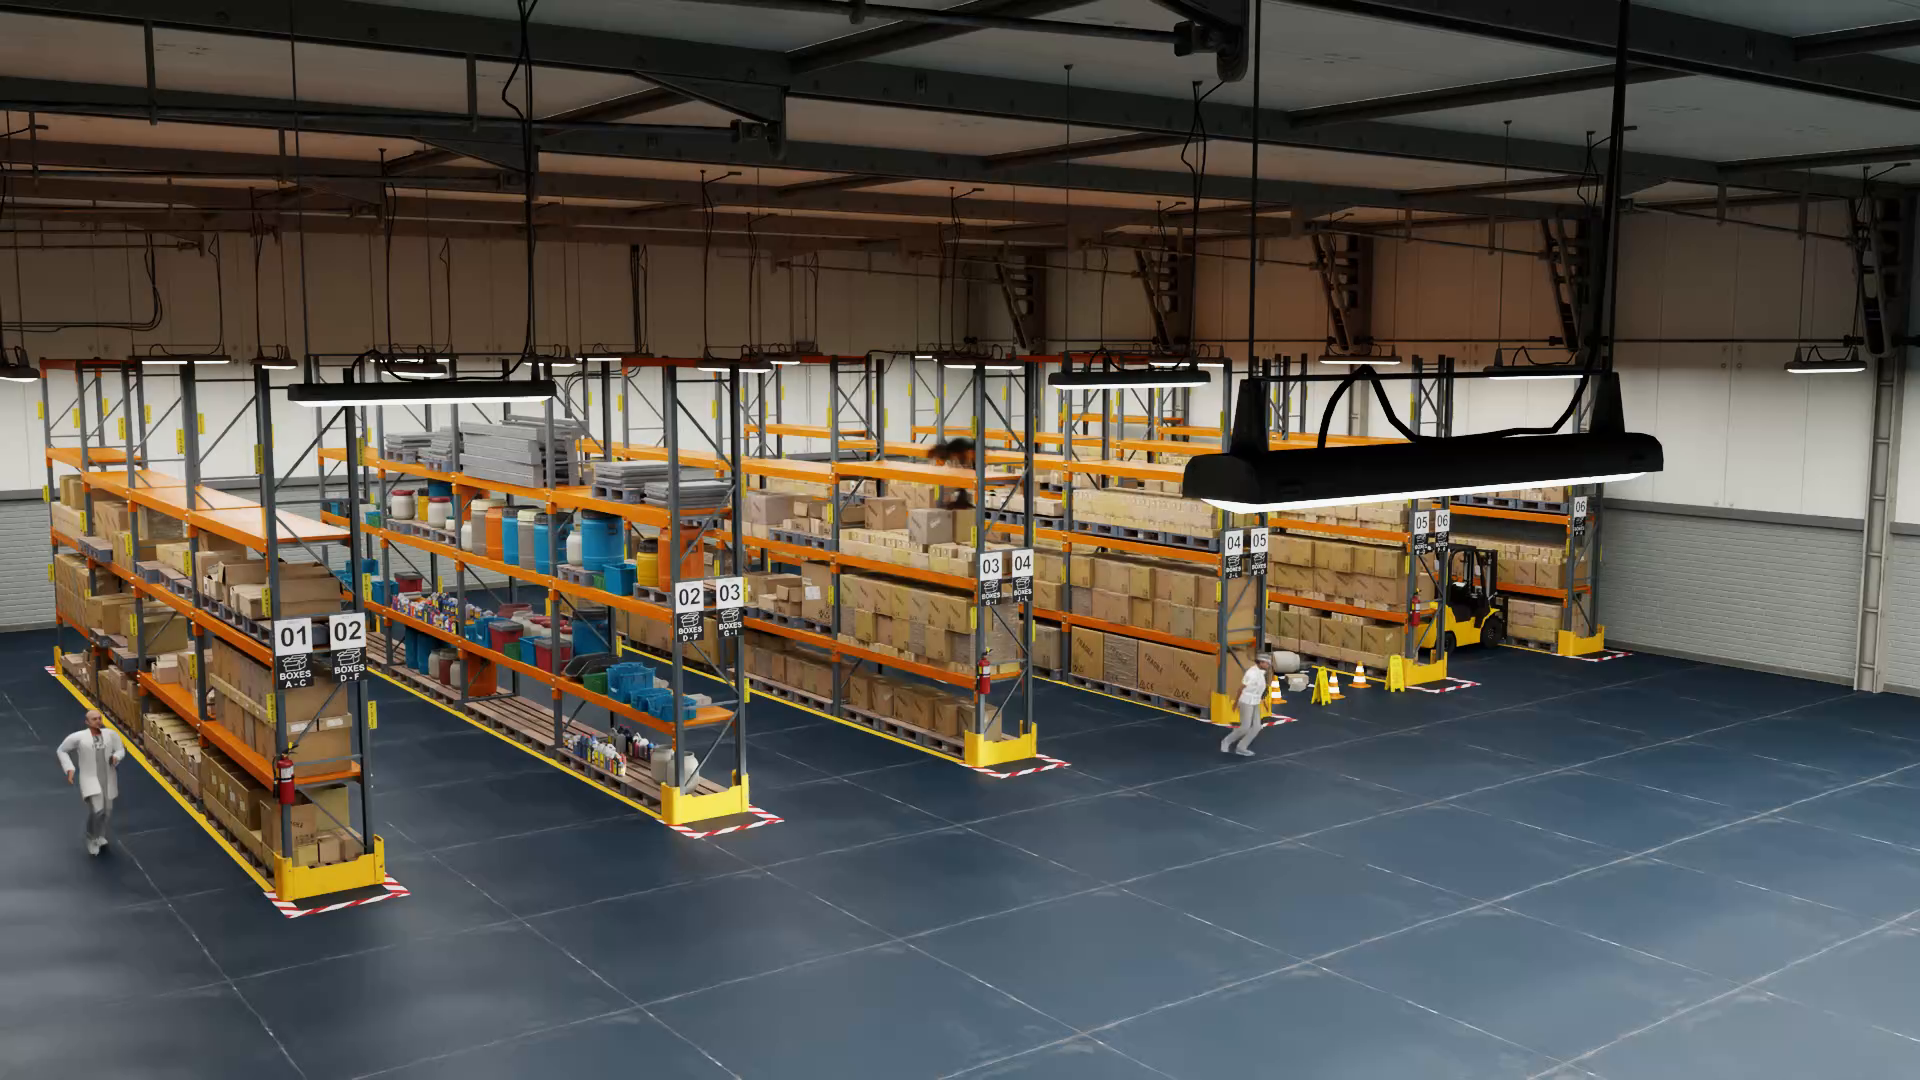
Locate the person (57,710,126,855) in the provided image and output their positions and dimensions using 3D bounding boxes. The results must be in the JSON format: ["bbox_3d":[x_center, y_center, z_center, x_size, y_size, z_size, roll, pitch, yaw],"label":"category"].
[{"bbox_3d":[-10.671,2.992,20.564,0.764,1.791,0.702,6,9,41],"label":"person"}]

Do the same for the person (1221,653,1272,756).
[{"bbox_3d":[4.372,2.506,25.344,0.644,1.580,0.740,5,8,35],"label":"person"}]

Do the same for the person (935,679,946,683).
[{"bbox_3d":[-0.339,1.856,30.949,0.632,1.557,0.554,6,9,39],"label":"person"}]
